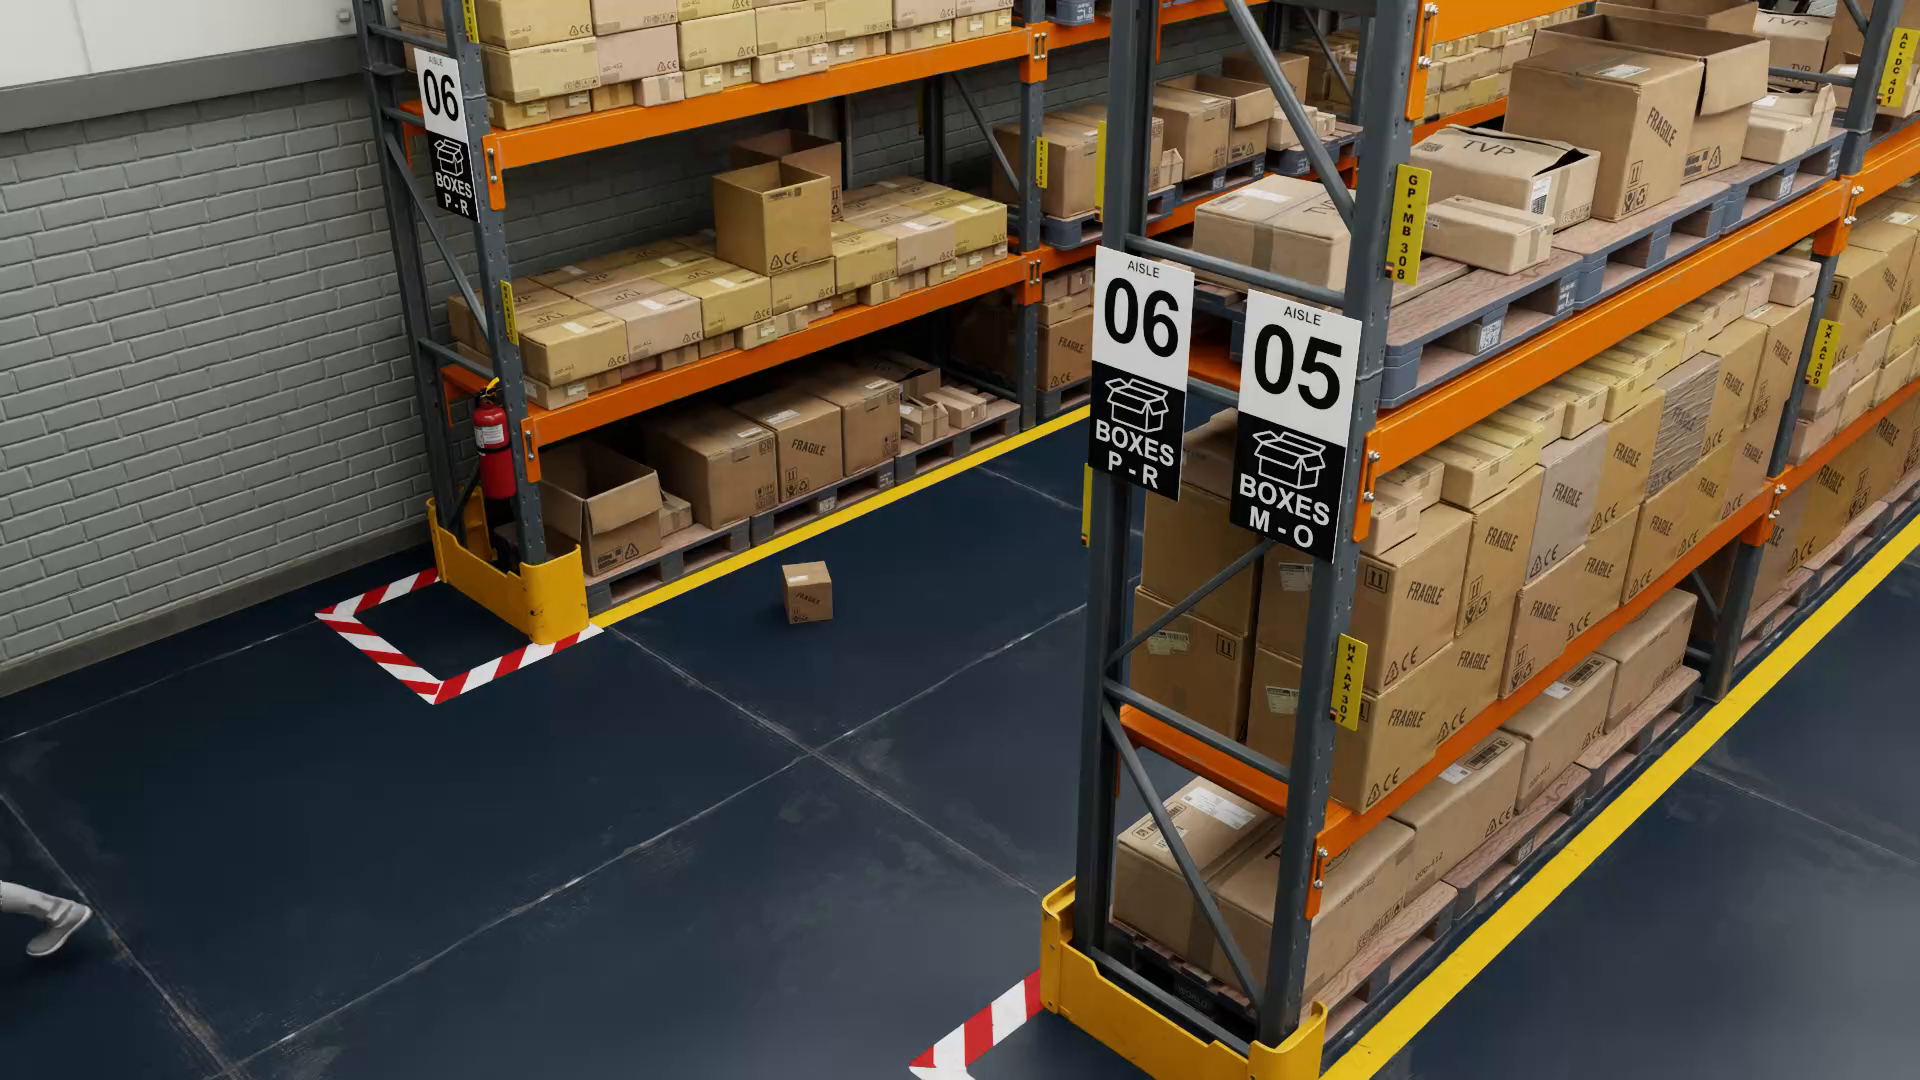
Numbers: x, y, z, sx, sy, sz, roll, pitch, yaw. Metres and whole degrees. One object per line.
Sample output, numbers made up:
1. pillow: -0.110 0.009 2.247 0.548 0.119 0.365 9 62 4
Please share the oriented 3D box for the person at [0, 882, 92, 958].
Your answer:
1. person: -3.939 1.151 6.404 0.834 1.655 0.483 -16 32 -28
